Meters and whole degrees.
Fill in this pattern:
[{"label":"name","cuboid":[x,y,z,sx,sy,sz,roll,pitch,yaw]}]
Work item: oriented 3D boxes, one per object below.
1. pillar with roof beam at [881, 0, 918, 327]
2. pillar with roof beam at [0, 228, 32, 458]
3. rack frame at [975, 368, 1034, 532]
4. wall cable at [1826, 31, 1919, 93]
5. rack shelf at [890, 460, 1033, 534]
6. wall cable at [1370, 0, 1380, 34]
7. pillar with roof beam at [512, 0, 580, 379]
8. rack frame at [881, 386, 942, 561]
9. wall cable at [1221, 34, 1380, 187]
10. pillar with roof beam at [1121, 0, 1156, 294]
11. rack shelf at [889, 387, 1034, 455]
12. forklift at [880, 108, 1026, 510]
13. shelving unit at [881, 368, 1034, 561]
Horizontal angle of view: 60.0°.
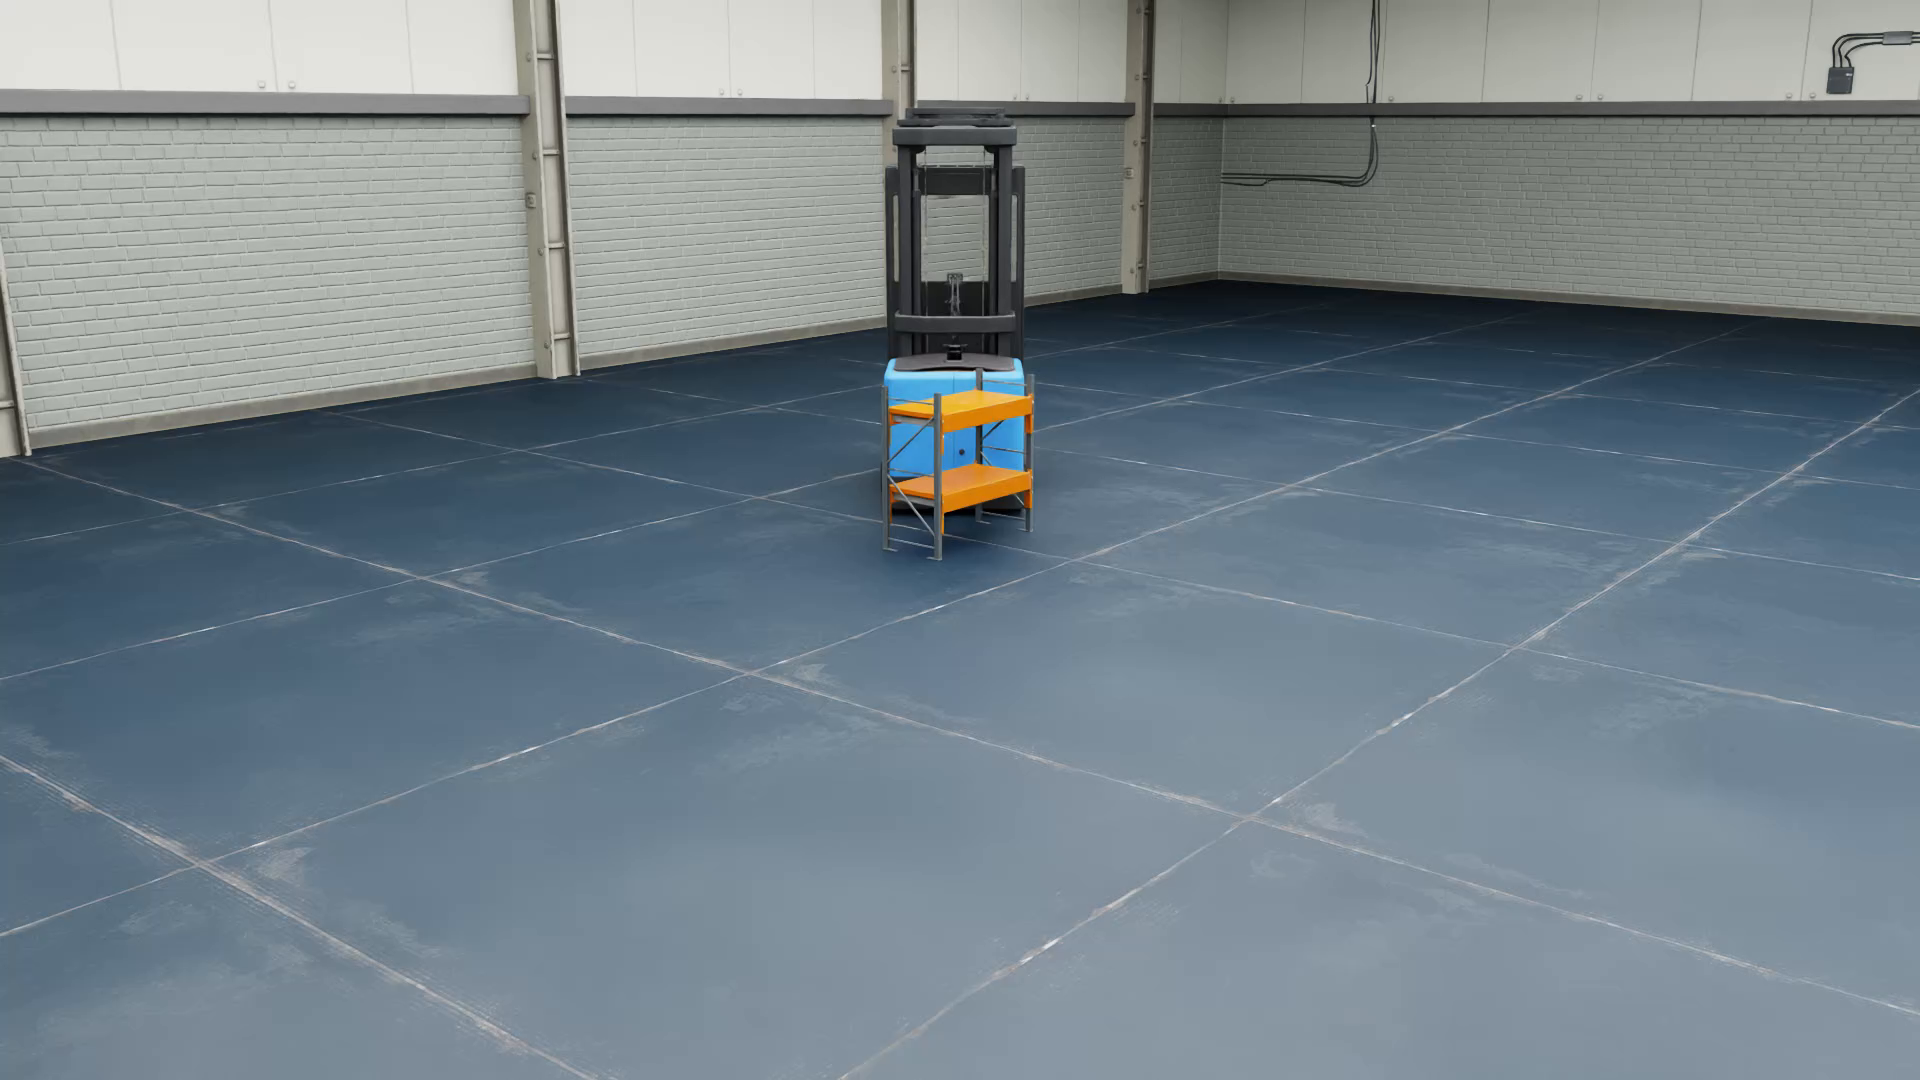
[{"label":"pillar with roof beam","cuboid":[2.524,-6.725,19.820,9.100,9.000,0.400,11,18,38]},{"label":"pillar with roof beam","cuboid":[-5.018,-4.427,10.774,9.100,9.000,0.400,11,18,38]},{"label":"rack frame","cuboid":[0.315,-0.641,11.863,0.500,1.125,0.032,11,18,38]},{"label":"wall cable","cuboid":[13.201,-9.076,22.167,2.305,6.003,0.169,11,18,38]},{"label":"rack shelf","cuboid":[-0.004,-0.307,11.540,0.538,0.278,1.000,11,18,38]},{"label":"wall cable","cuboid":[7.931,-9.424,26.493,3.097,2.526,0.112,11,18,38]},{"label":"pillar with roof beam","cuboid":[-1.247,-5.576,15.297,9.100,9.000,0.400,11,18,38]},{"label":"rack frame","cuboid":[-0.324,-0.447,11.096,0.500,1.125,0.032,11,18,38]},{"label":"wall cable","cuboid":[5.827,-7.395,28.763,3.097,2.526,0.112,11,18,38]},{"label":"pillar with roof beam","cuboid":[6.295,-7.874,24.343,9.100,9.000,0.400,11,18,38]},{"label":"rack shelf","cuboid":[-0.004,-0.828,11.407,0.538,0.278,1.000,11,18,38]},{"label":"forklift","cuboid":[-0.036,-1.951,13.351,1.130,2.935,3.031,0,14,0]},{"label":"shelving unit","cuboid":[-0.004,-0.544,11.479,0.538,1.125,1.048,11,18,38]}]
